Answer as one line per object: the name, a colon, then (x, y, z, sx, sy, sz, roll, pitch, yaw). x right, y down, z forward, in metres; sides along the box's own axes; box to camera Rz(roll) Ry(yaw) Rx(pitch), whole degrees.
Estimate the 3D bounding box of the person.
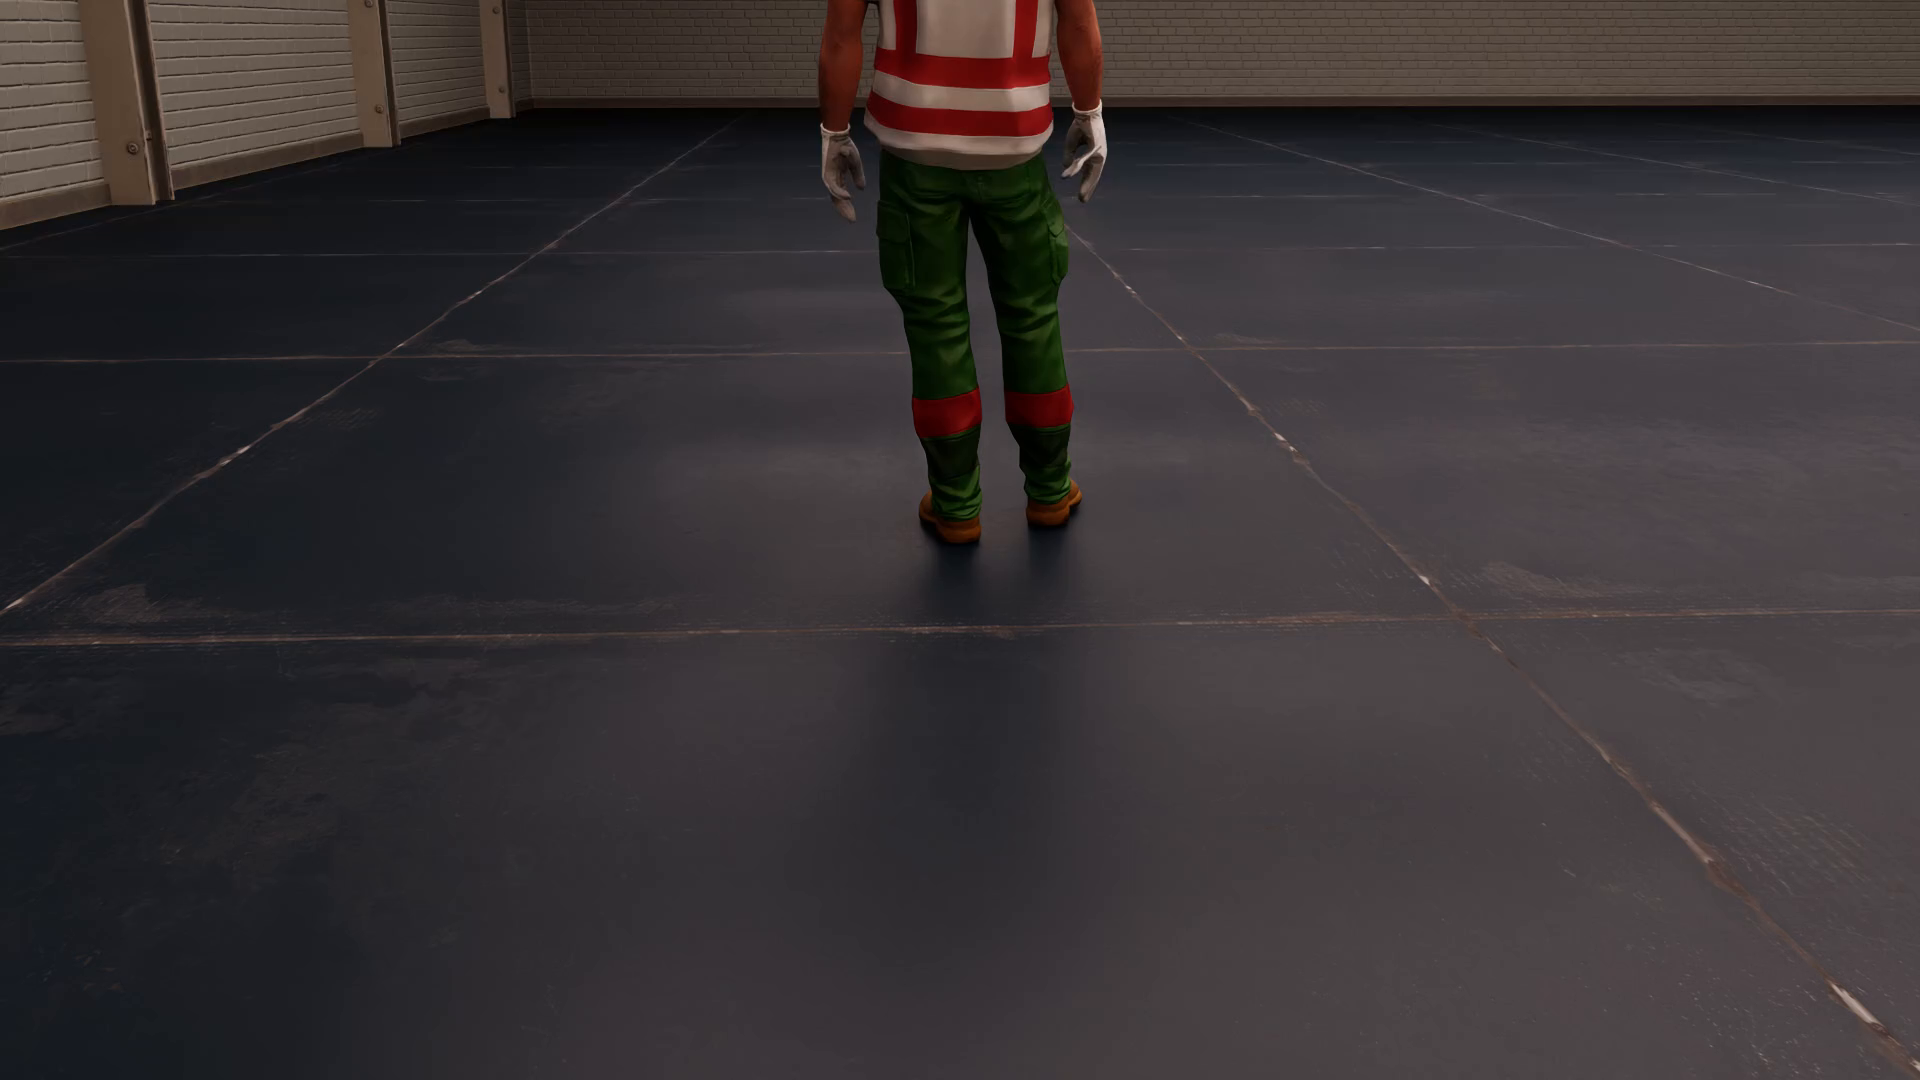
person: (0.008, -0.886, 3.732, 0.637, 1.790, 0.562, -1, 17, -3)
